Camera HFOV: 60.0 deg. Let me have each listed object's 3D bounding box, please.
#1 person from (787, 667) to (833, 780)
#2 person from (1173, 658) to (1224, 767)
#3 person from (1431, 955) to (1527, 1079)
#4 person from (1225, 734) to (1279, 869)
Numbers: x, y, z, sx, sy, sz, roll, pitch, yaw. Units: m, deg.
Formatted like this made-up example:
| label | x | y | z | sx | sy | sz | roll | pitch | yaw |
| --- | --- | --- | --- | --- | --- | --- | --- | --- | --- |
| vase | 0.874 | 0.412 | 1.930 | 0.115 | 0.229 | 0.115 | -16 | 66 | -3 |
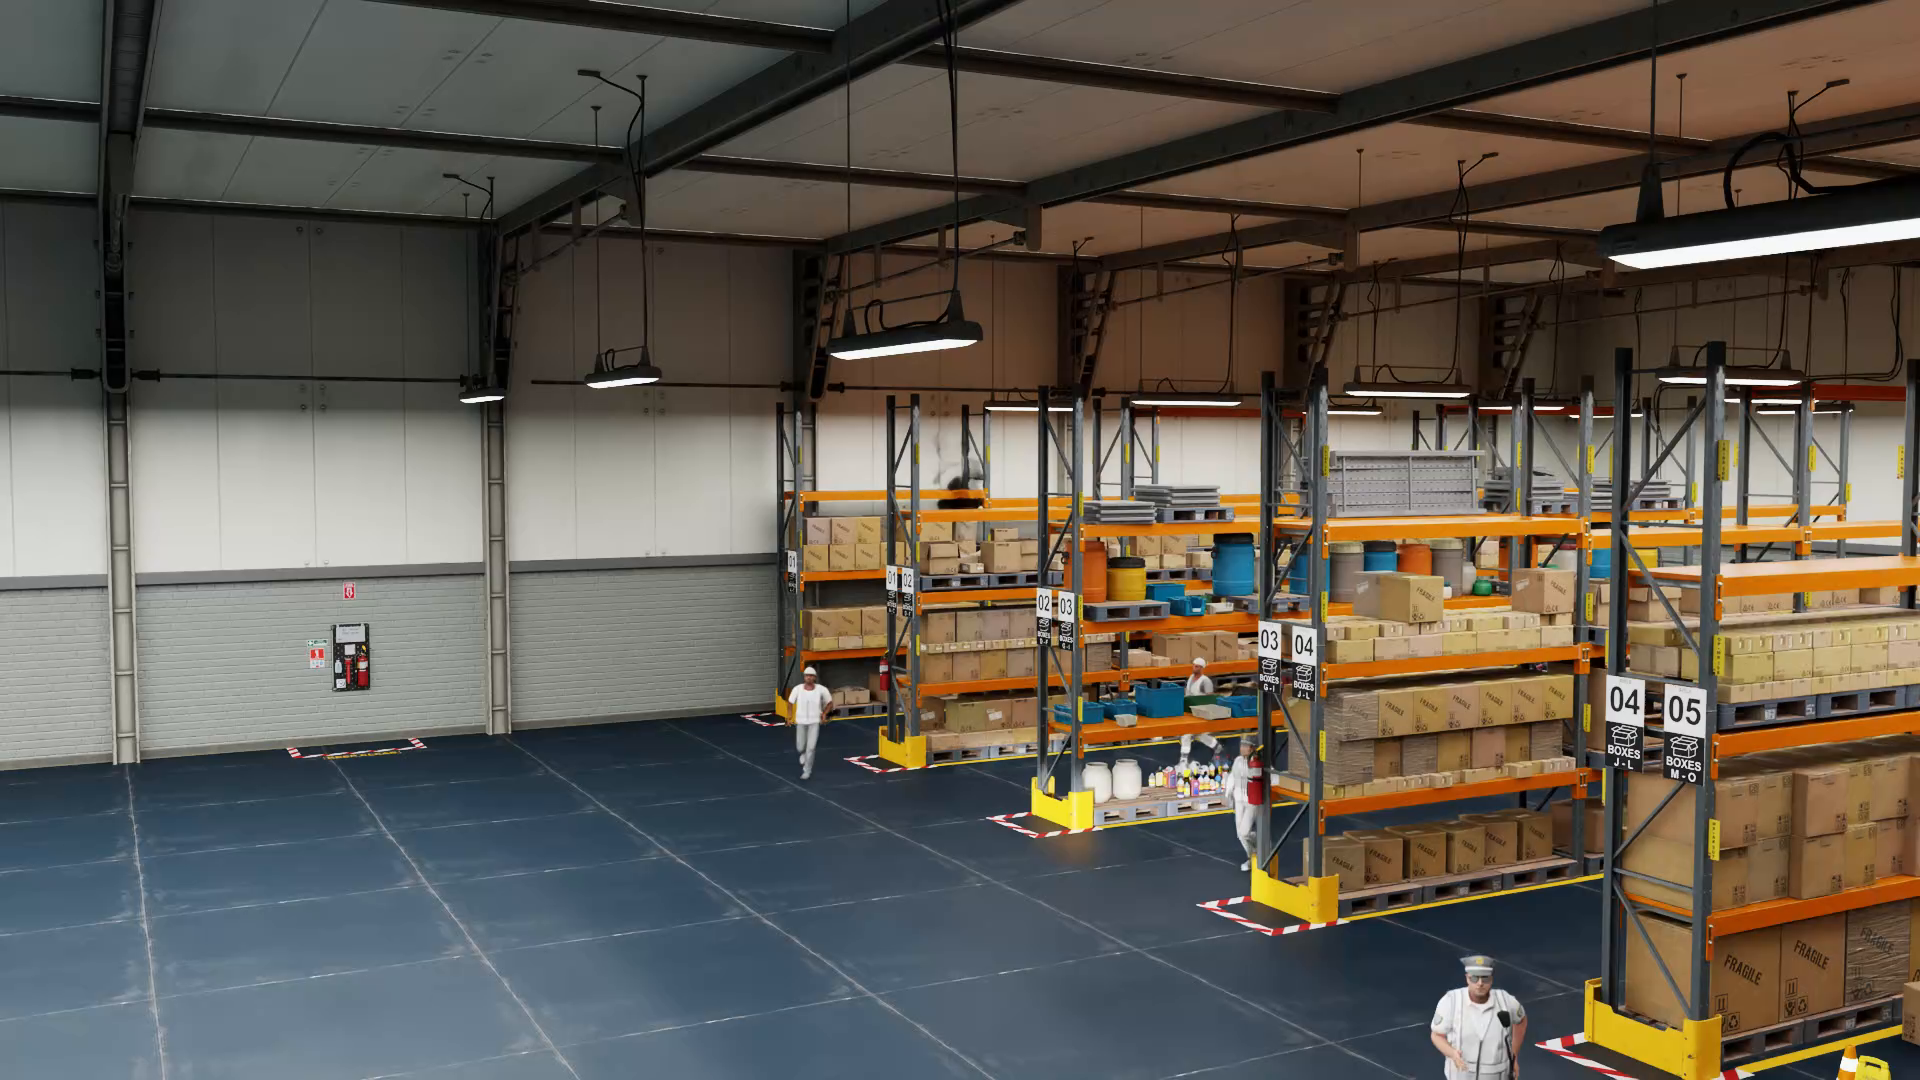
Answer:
| label | x | y | z | sx | sy | sz | roll | pitch | yaw |
| --- | --- | --- | --- | --- | --- | --- | --- | --- | --- |
| person | -2.346 | 2.843 | 25.993 | 0.716 | 1.727 | 0.690 | 0 | 3 | 2 |
| person | 3.789 | 2.760 | 26.534 | 0.981 | 1.768 | 0.665 | -2 | 4 | -35 |
| person | 3.475 | 3.660 | 11.178 | 0.607 | 1.827 | 0.822 | 1 | 3 | 21 |
| person | 3.487 | 3.188 | 20.209 | 0.551 | 1.664 | 0.642 | -3 | 4 | -42 |
